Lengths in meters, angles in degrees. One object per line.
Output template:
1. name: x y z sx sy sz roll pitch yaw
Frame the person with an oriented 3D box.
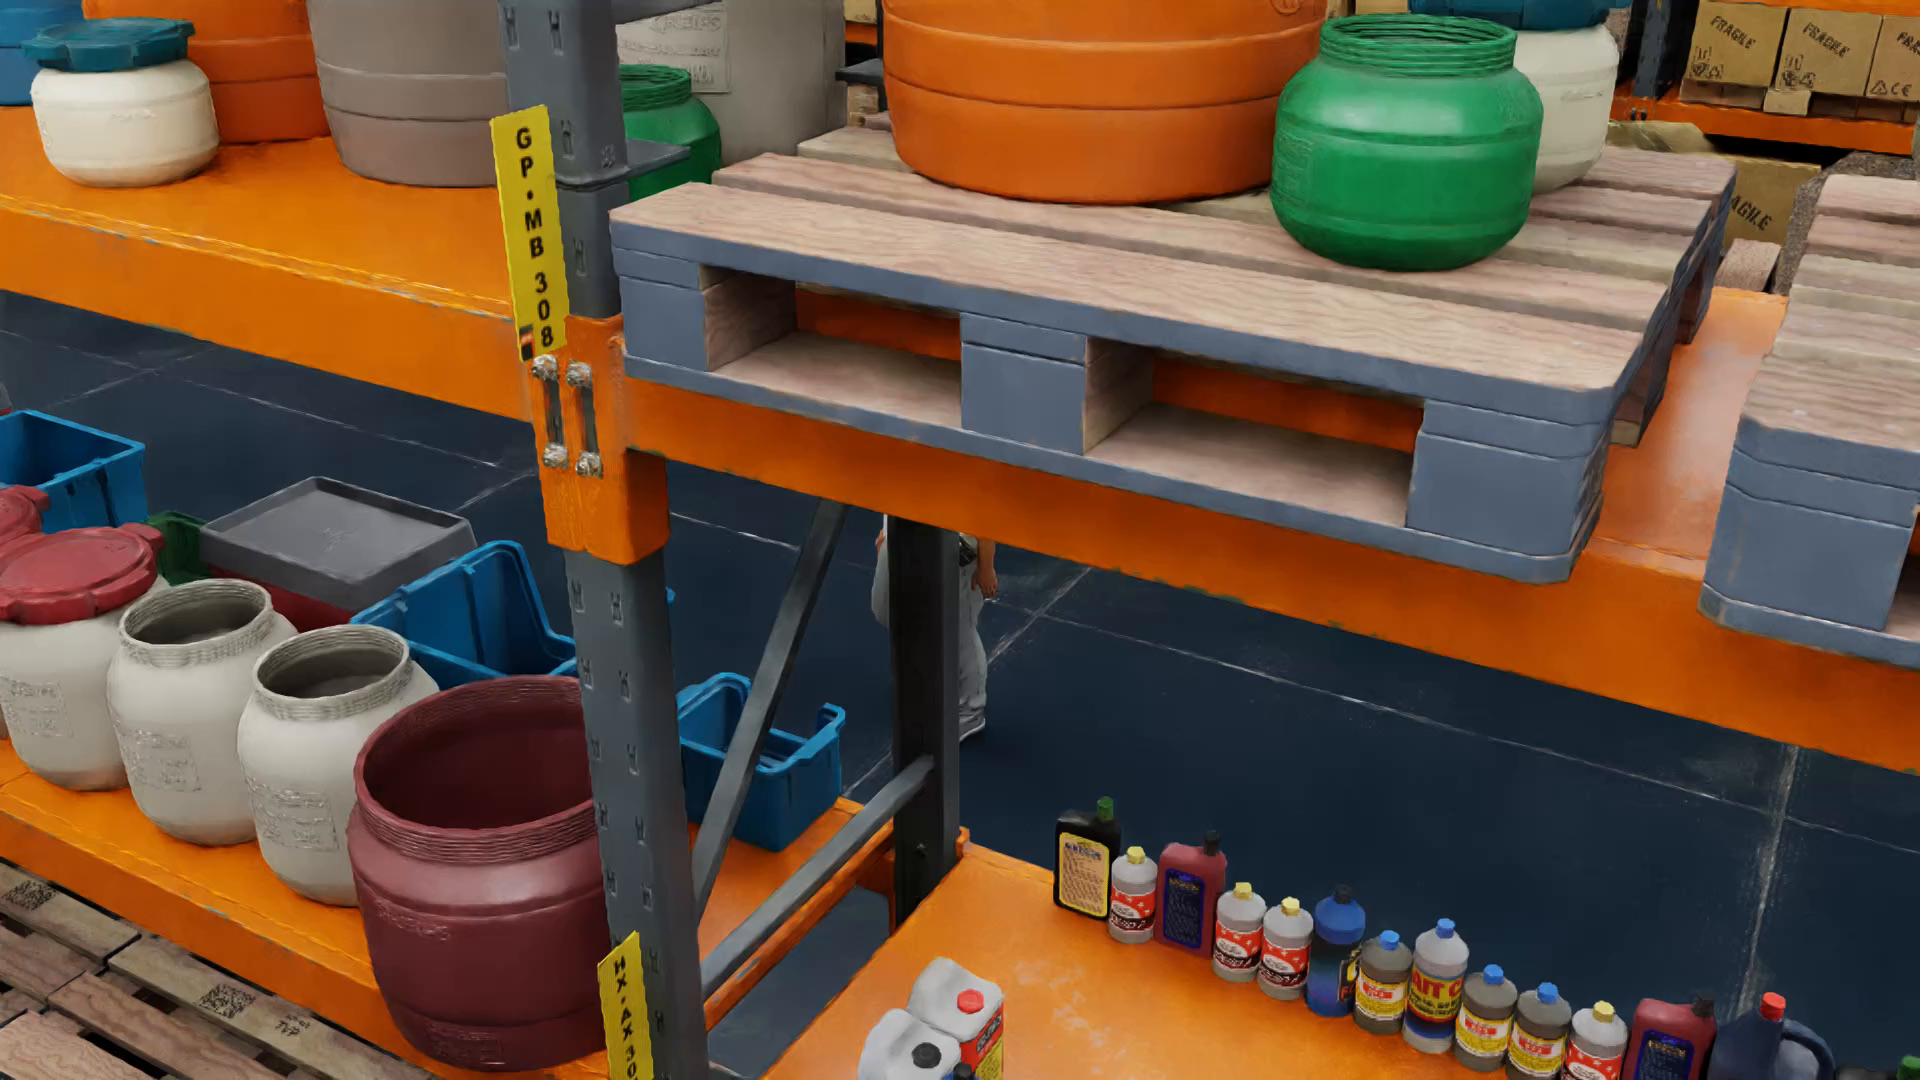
1. person: -0.082 -0.021 6.122 0.470 1.656 0.666 -15 30 -27
